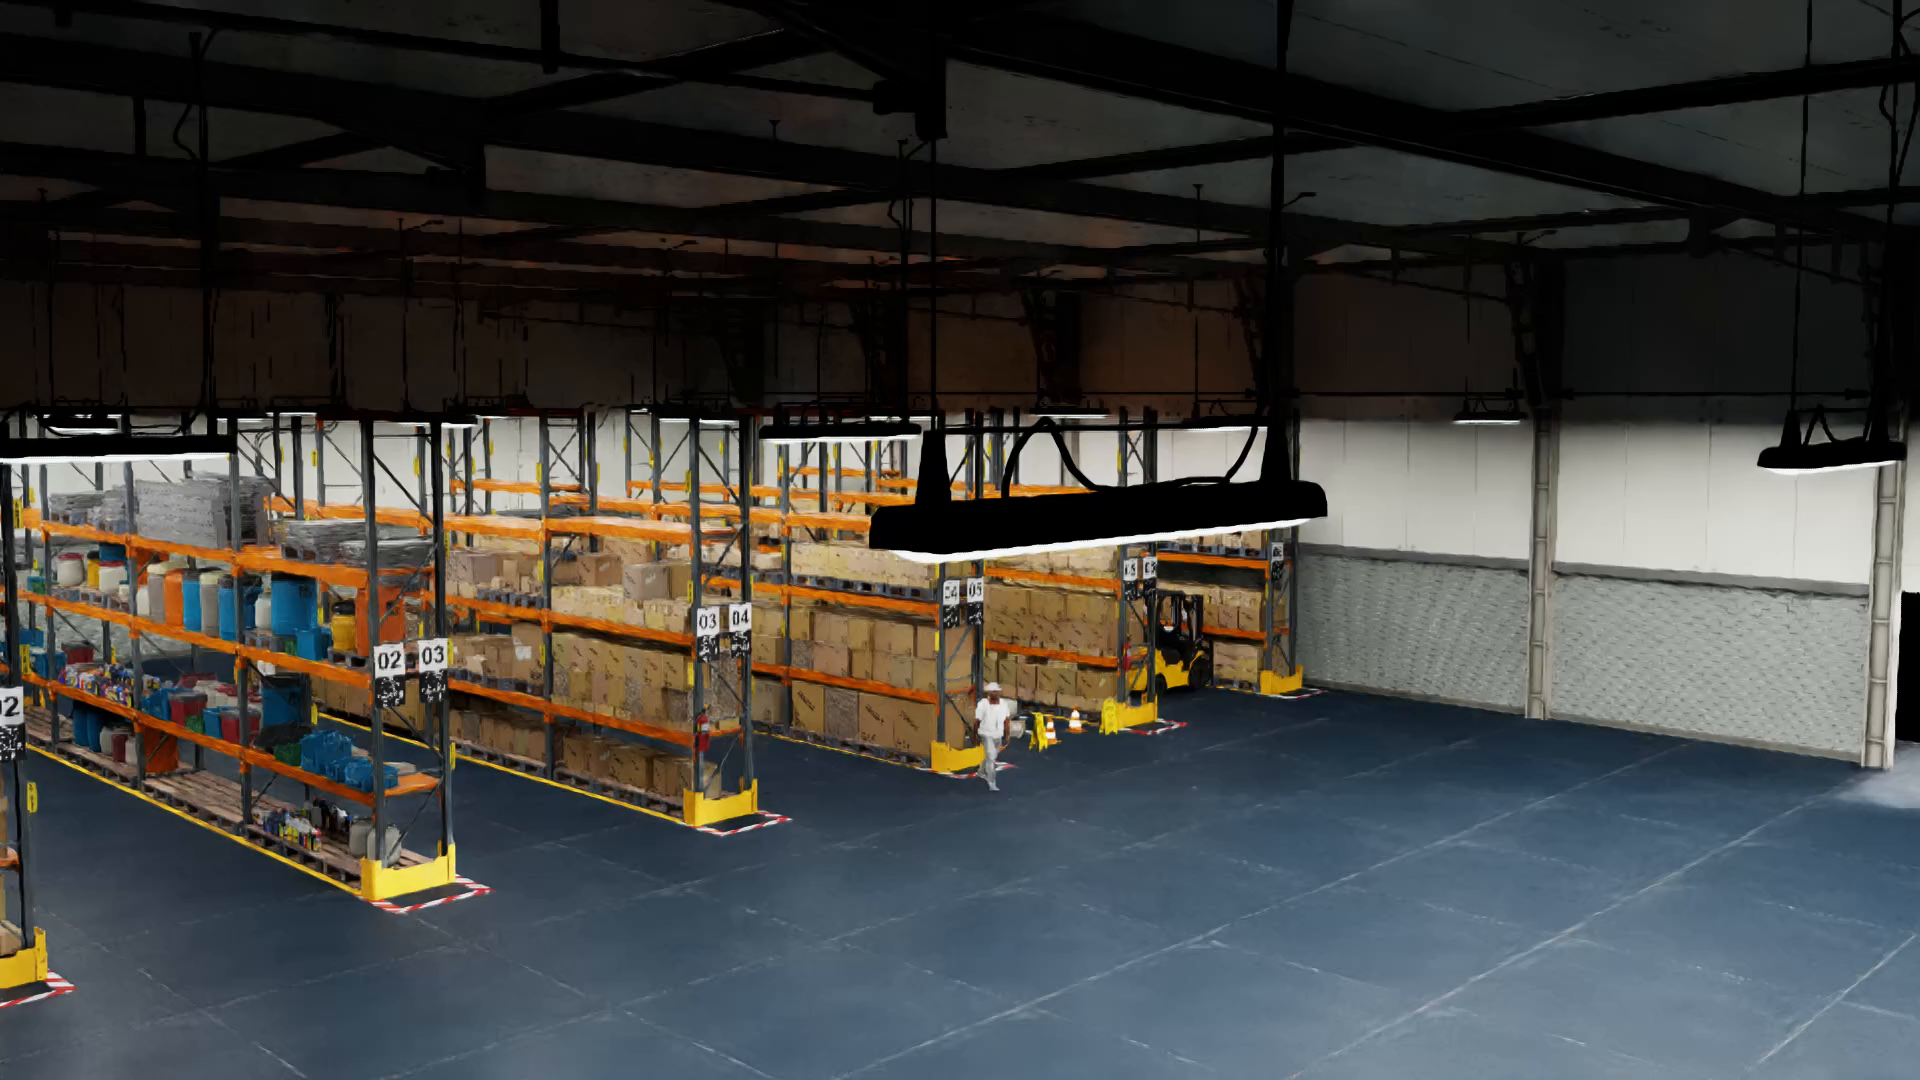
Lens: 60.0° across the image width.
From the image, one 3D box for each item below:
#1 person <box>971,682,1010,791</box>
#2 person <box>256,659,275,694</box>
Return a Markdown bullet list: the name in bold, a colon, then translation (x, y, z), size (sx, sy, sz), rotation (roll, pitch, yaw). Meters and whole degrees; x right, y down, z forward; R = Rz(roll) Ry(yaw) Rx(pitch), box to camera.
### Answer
- **person**: translation (0.508, 3.113, 26.663), size (0.599, 1.728, 0.940), rotation (-3, 6, -30)
- **person**: translation (-13.611, 2.552, 32.468), size (0.629, 1.773, 0.678), rotation (-1, 5, -16)
